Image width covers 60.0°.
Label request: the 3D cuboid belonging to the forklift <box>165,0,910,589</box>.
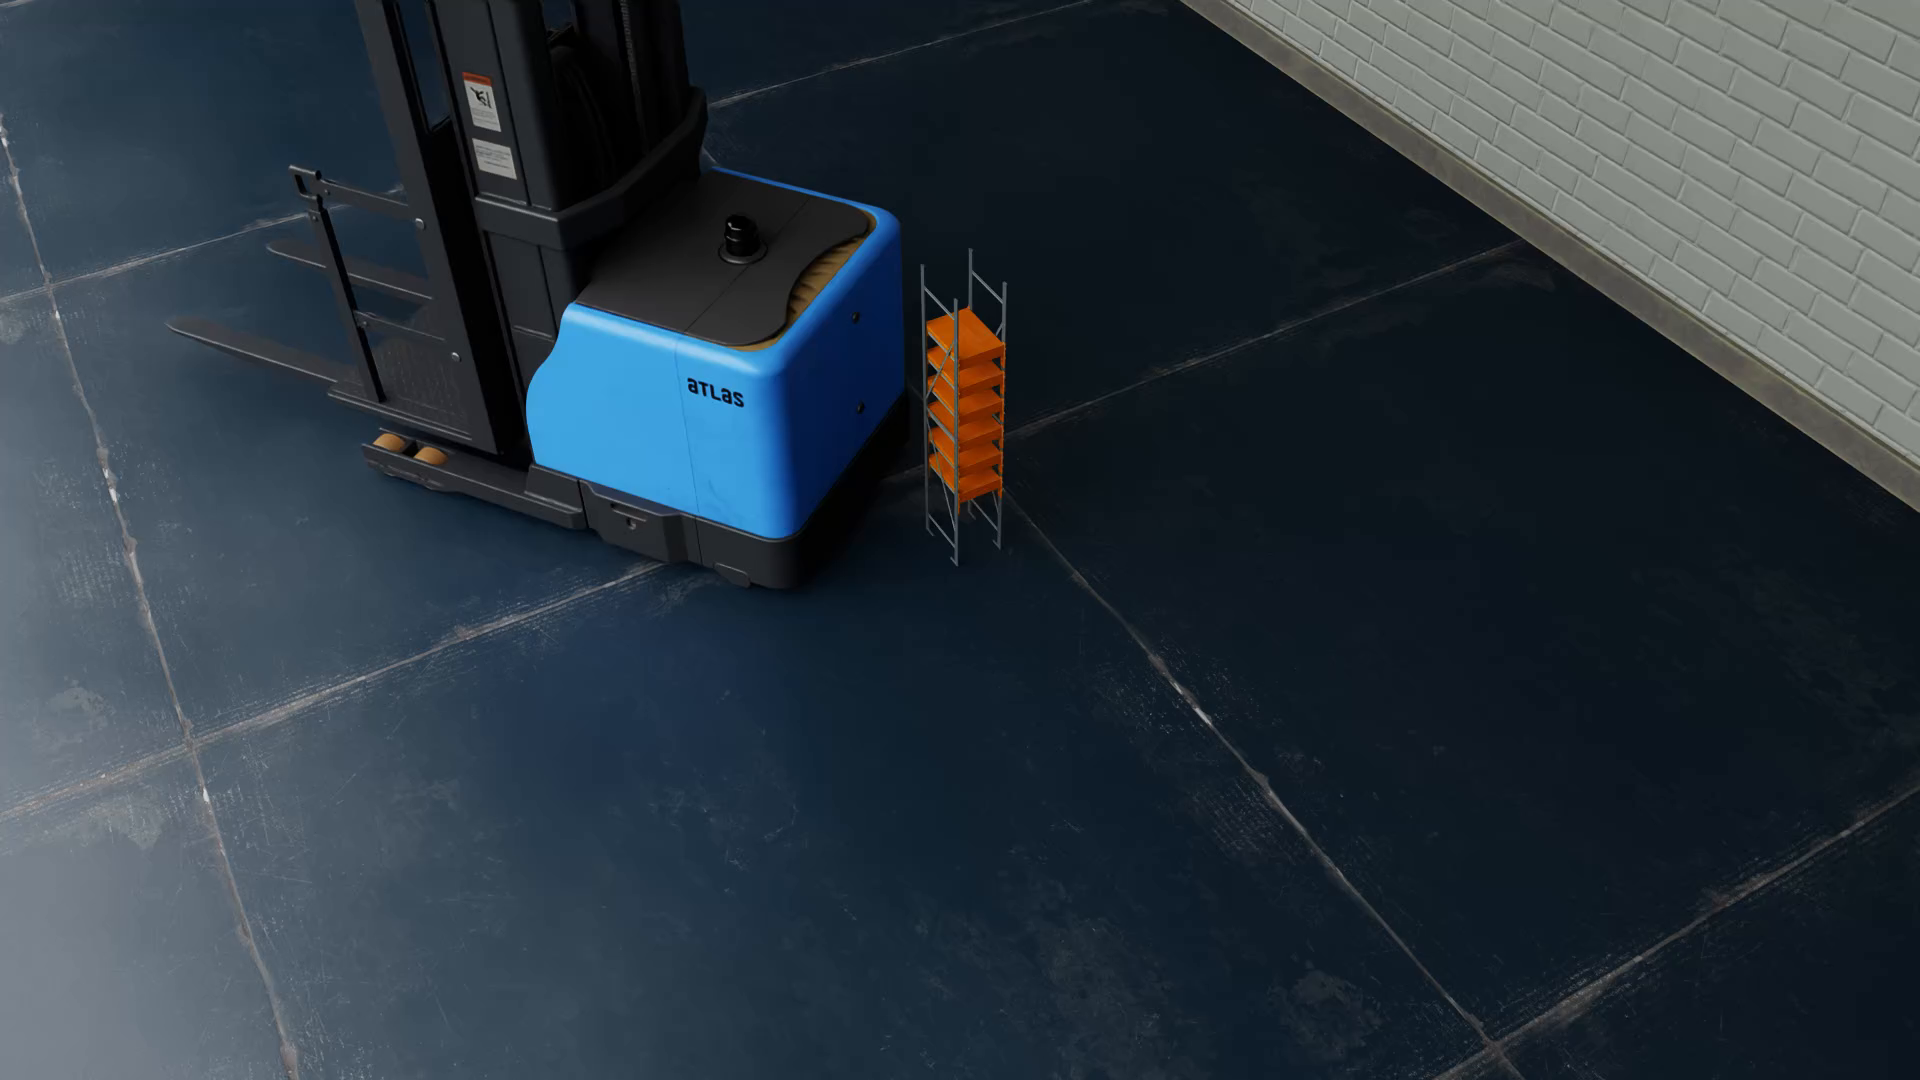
[{"bbox_3d":[-1.759,-1.563,5.756,3.031,2.935,1.130,17,47,17],"label":"forklift"}]

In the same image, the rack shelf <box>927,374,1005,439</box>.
[{"bbox_3d":[0.013,-0.490,5.785,0.180,0.103,0.258,-22,48,-21],"label":"rack shelf"}]

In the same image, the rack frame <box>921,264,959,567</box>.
[{"bbox_3d":[-0.067,-0.404,5.805,0.006,1.200,0.240,-22,48,-21],"label":"rack frame"}]

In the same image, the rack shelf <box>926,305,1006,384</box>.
[{"bbox_3d":[0.013,-0.662,5.618,0.180,0.103,0.258,-22,48,-21],"label":"rack shelf"}]

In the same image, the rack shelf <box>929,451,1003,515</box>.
[{"bbox_3d":[0.013,-0.231,6.035,0.180,0.103,0.258,-22,48,-21],"label":"rack shelf"}]

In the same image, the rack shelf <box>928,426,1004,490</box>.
[{"bbox_3d":[0.013,-0.318,5.952,0.180,0.103,0.258,-22,48,-21],"label":"rack shelf"}]

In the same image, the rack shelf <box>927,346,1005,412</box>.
[{"bbox_3d":[0.013,-0.576,5.701,0.180,0.103,0.258,-22,48,-21],"label":"rack shelf"}]

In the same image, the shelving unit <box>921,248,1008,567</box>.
[{"bbox_3d":[0.013,-0.436,5.837,0.189,1.200,0.258,-22,48,-21],"label":"shelving unit"}]

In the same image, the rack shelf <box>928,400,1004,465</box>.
[{"bbox_3d":[0.013,-0.404,5.868,0.180,0.103,0.258,-22,48,-21],"label":"rack shelf"}]

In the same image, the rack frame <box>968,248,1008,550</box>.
[{"bbox_3d":[0.092,-0.467,5.870,0.006,1.200,0.240,-22,48,-21],"label":"rack frame"}]
